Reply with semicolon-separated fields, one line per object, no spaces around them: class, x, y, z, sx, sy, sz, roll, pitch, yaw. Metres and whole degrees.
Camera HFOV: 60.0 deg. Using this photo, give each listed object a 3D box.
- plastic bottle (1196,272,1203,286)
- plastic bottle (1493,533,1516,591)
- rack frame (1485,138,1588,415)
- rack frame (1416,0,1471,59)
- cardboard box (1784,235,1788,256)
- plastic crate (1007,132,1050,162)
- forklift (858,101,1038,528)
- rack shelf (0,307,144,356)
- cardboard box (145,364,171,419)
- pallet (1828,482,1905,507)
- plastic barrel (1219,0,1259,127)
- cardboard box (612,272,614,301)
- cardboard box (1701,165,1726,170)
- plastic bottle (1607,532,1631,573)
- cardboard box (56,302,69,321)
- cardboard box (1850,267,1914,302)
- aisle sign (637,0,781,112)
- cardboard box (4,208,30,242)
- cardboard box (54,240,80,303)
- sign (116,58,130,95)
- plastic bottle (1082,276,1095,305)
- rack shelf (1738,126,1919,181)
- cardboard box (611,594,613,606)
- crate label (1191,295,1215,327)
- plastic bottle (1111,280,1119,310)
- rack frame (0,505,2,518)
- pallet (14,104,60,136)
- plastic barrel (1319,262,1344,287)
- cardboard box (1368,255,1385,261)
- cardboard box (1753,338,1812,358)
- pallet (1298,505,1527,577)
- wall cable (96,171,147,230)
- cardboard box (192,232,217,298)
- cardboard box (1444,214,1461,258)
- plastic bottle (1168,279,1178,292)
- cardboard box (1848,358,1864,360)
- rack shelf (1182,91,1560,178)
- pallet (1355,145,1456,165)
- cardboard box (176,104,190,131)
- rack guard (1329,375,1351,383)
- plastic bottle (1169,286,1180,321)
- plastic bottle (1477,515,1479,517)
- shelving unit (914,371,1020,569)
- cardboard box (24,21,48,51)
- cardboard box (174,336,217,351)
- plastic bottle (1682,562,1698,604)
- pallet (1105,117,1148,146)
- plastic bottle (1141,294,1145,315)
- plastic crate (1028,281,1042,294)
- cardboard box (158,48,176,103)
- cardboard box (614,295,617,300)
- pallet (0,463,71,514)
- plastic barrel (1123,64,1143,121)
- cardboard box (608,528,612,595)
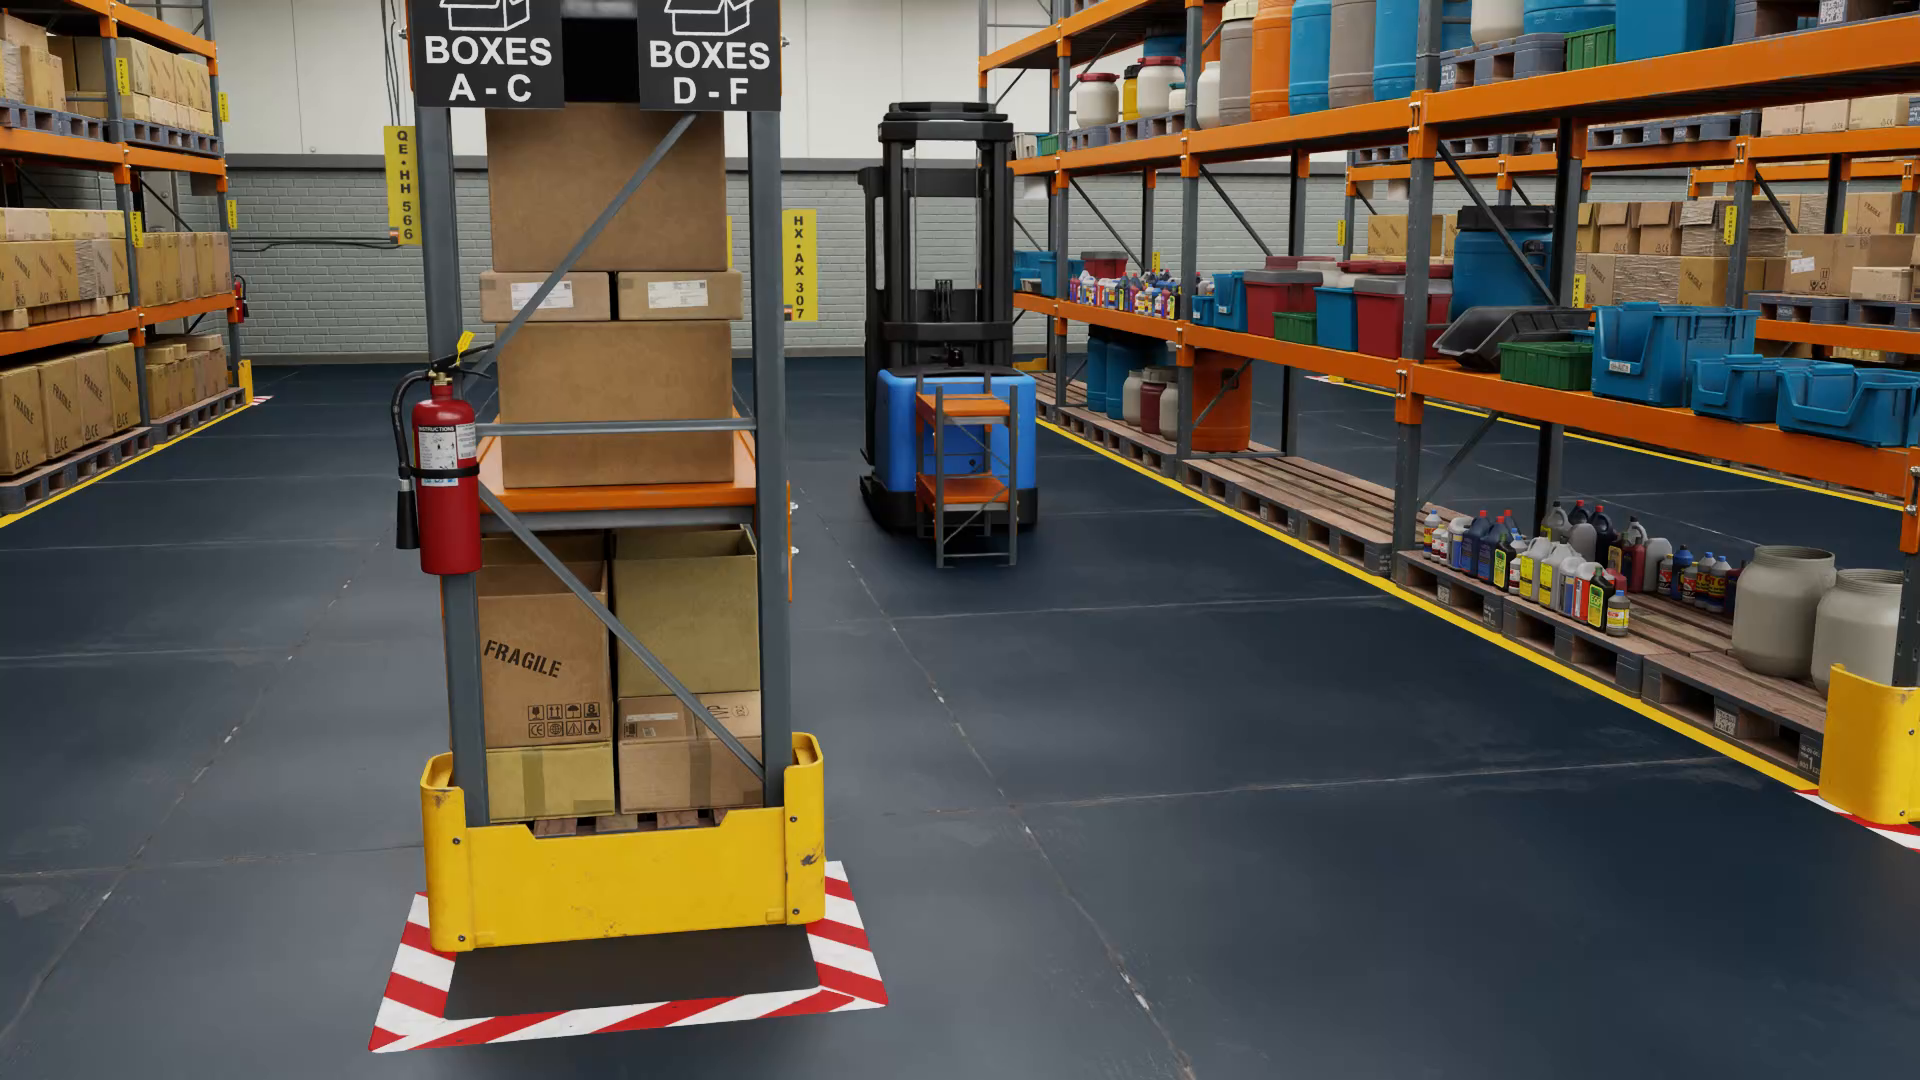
plastic bottle;2.224;-2.321;15.498;0.144;0.351;0.185;-2;11;-11
plastic bottle;2.844;0.112;8.676;0.061;0.283;0.133;-2;11;-8
rack frame;6.368;-2.884;18.325;1.000;3.000;0.127;-2;11;-11
rack frame;3.066;-4.183;9.108;1.000;3.000;0.127;-2;11;-11
cardboard box;10.609;-3.601;21.031;0.500;0.500;0.500;-2;11;-12
plastic crate;0.759;-4.590;19.433;0.504;0.338;0.767;-2;11;-11
forklift;-0.184;-1.750;12.550;1.130;2.935;3.031;-2;11;-8
rack shelf;-7.819;-1.623;13.625;1.077;0.370;4.000;-2;11;-11
cardboard box;-8.253;-1.462;16.420;0.700;0.500;0.500;-2;11;-10
pallet;7.531;-0.413;12.804;1.003;0.211;1.213;-2;11;-11
plastic barrel;2.235;-3.531;12.364;0.600;0.901;0.600;0;11;0
cardboard box;-1.477;-0.943;6.128;0.380;0.149;0.250;-2;11;-9
cardboard box;10.312;-5.087;22.281;0.500;0.250;0.500;-2;11;-9
plastic bottle;3.478;0.093;8.776;0.061;0.283;0.133;-2;11;-11
cardboard box;-7.620;-1.894;13.745;0.380;0.149;0.250;-2;11;-9
cardboard box;7.247;-1.967;12.786;0.500;0.250;0.500;-2;11;-13
aisle sign;-0.702;-1.599;4.624;0.394;0.787;0.004;-2;11;-11
cardboard box;-7.371;-2.374;12.526;0.500;0.250;0.500;-2;11;-12
cardboard box;-7.570;-2.196;13.594;0.500;0.500;0.500;-2;11;-9
sign;-7.678;-4.247;15.240;0.100;0.325;0.005;-2;11;-11
plastic bottle;1.297;-2.477;16.518;0.152;0.276;0.135;-2;11;-11
rack shelf;7.535;-2.903;12.330;1.077;0.370;4.000;-2;11;-11
cardboard box;-1.816;0.367;7.474;0.500;0.250;0.500;-2;11;-11
crate label;2.002;-1.797;13.062;0.303;0.233;0.416;-2;11;-11
plastic bottle;1.466;-2.289;15.545;0.097;0.271;0.097;0;11;0
rack frame;-7.430;-1.610;11.631;1.000;3.000;0.127;-2;11;-11
pallet;-7.828;-3.312;13.055;1.003;0.211;1.213;-2;11;-8
plastic barrel;2.779;-1.767;12.157;0.421;0.512;0.421;0;11;0
cardboard box;5.526;-3.497;21.151;0.500;0.250;0.500;-2;11;-12
cardboard box;7.032;-1.440;15.298;1.225;0.875;0.875;-3;11;-14
pallet;2.875;-0.009;10.679;1.003;0.211;1.213;-2;11;-11
wall cable;-10.163;-3.776;20.298;0.084;1.984;1.851;-2;11;-11
cardboard box;-8.724;-2.998;18.123;0.980;0.700;0.700;-2;11;-11
cardboard box;5.923;-3.491;19.116;0.500;0.500;0.500;-2;11;-10
plastic bottle;2.025;-2.345;15.839;0.097;0.271;0.097;0;11;0
cardboard box;10.815;-2.093;19.875;0.380;0.149;0.250;-3;11;-14
rack shelf;2.677;-2.723;11.383;1.077;0.370;4.000;-2;11;-11
pallet;5.745;-4.912;21.194;1.003;0.211;1.213;-2;11;-11
cardboard box;-8.375;-4.417;17.368;0.500;0.250;0.500;-2;11;-13
rack guard;5.586;-2.394;22.436;1.175;0.500;0.348;-2;11;-11
plastic bottle;1.791;-1.971;13.843;0.061;0.283;0.133;-2;11;-11
plastic bottle;2.892;0.011;9.206;0.061;0.283;0.133;-2;11;-11
shelving unit;0.030;-0.478;10.699;0.538;1.125;1.048;-2;11;-8
cardboard box;-8.165;-4.284;14.211;0.500;0.250;0.500;-1;11;-7
cardboard box;-8.497;-2.185;18.483;0.380;0.149;0.250;-2;11;-9
plastic bottle;3.692;0.213;8.364;0.097;0.201;0.097;0;11;0
pallet;1.982;-3.736;15.286;1.003;0.211;1.213;-2;11;-11
plastic bottle;1.647;-2.084;14.657;0.097;0.201;0.097;0;11;0
plastic crate;1.029;-2.793;18.426;0.437;0.125;0.590;-2;11;-11
cardboard box;-8.279;-4.692;16.810;0.500;0.500;0.500;-2;11;-11
cardboard box;-1.398;-0.742;6.806;0.700;0.500;0.500;-2;11;-9
pallet;-7.509;-0.387;12.666;1.003;0.211;1.213;-2;11;-11
plastic barrel;1.887;-4.316;16.200;0.600;0.588;0.600;0;11;0
cardboard box;-1.816;-0.001;7.404;0.500;0.500;0.500;-2;11;-11
